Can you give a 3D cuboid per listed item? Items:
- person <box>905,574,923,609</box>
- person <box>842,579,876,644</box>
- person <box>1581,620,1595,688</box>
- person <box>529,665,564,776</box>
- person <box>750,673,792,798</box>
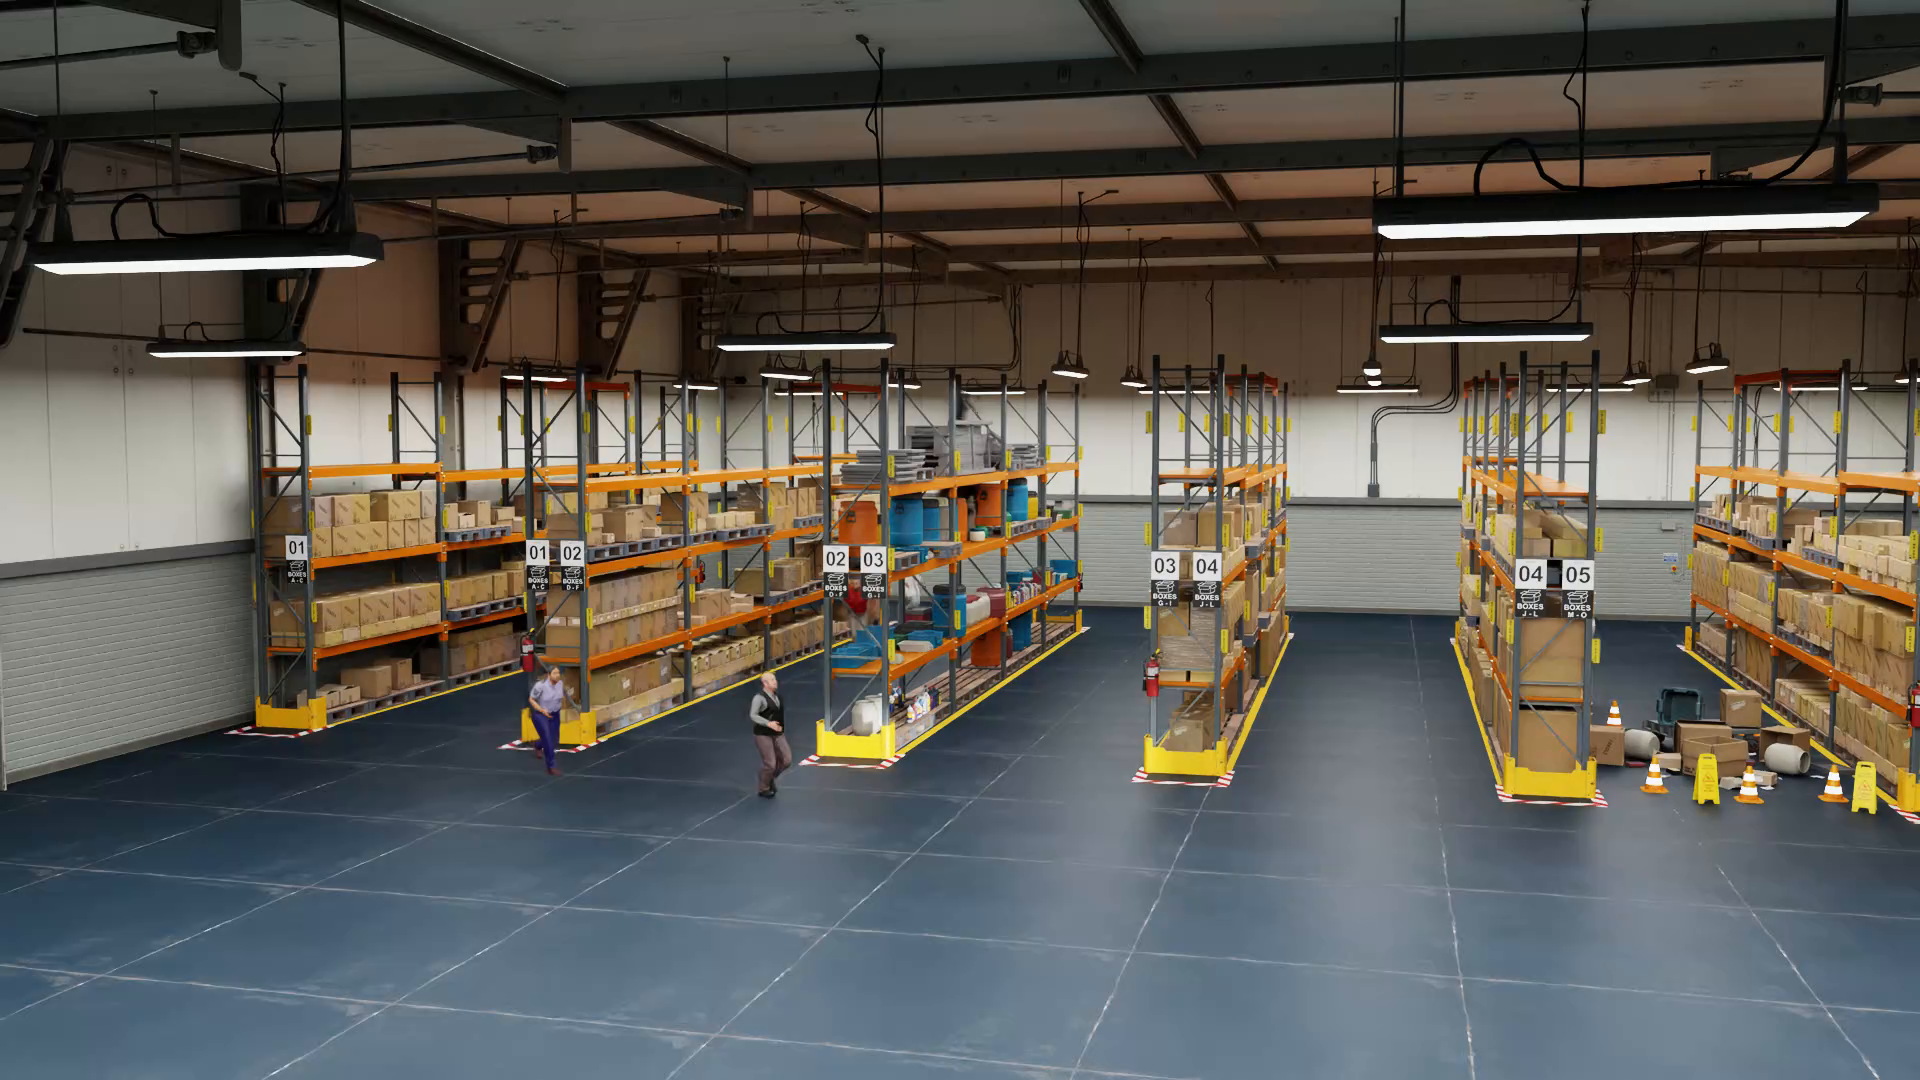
[{"bbox_3d":[-1.251,1.223,42.223,0.541,1.758,0.780,3,5,38],"label":"person"},{"bbox_3d":[-2.052,1.582,33.645,0.654,1.662,0.751,1,4,12],"label":"person"},{"bbox_3d":[11.745,1.967,31.505,0.589,1.720,0.883,1,4,10],"label":"person"},{"bbox_3d":[-5.993,2.573,23.952,0.592,1.598,0.744,-4,5,-44],"label":"person"},{"bbox_3d":[-2.516,2.621,22.275,0.562,1.684,0.674,3,5,36],"label":"person"}]
